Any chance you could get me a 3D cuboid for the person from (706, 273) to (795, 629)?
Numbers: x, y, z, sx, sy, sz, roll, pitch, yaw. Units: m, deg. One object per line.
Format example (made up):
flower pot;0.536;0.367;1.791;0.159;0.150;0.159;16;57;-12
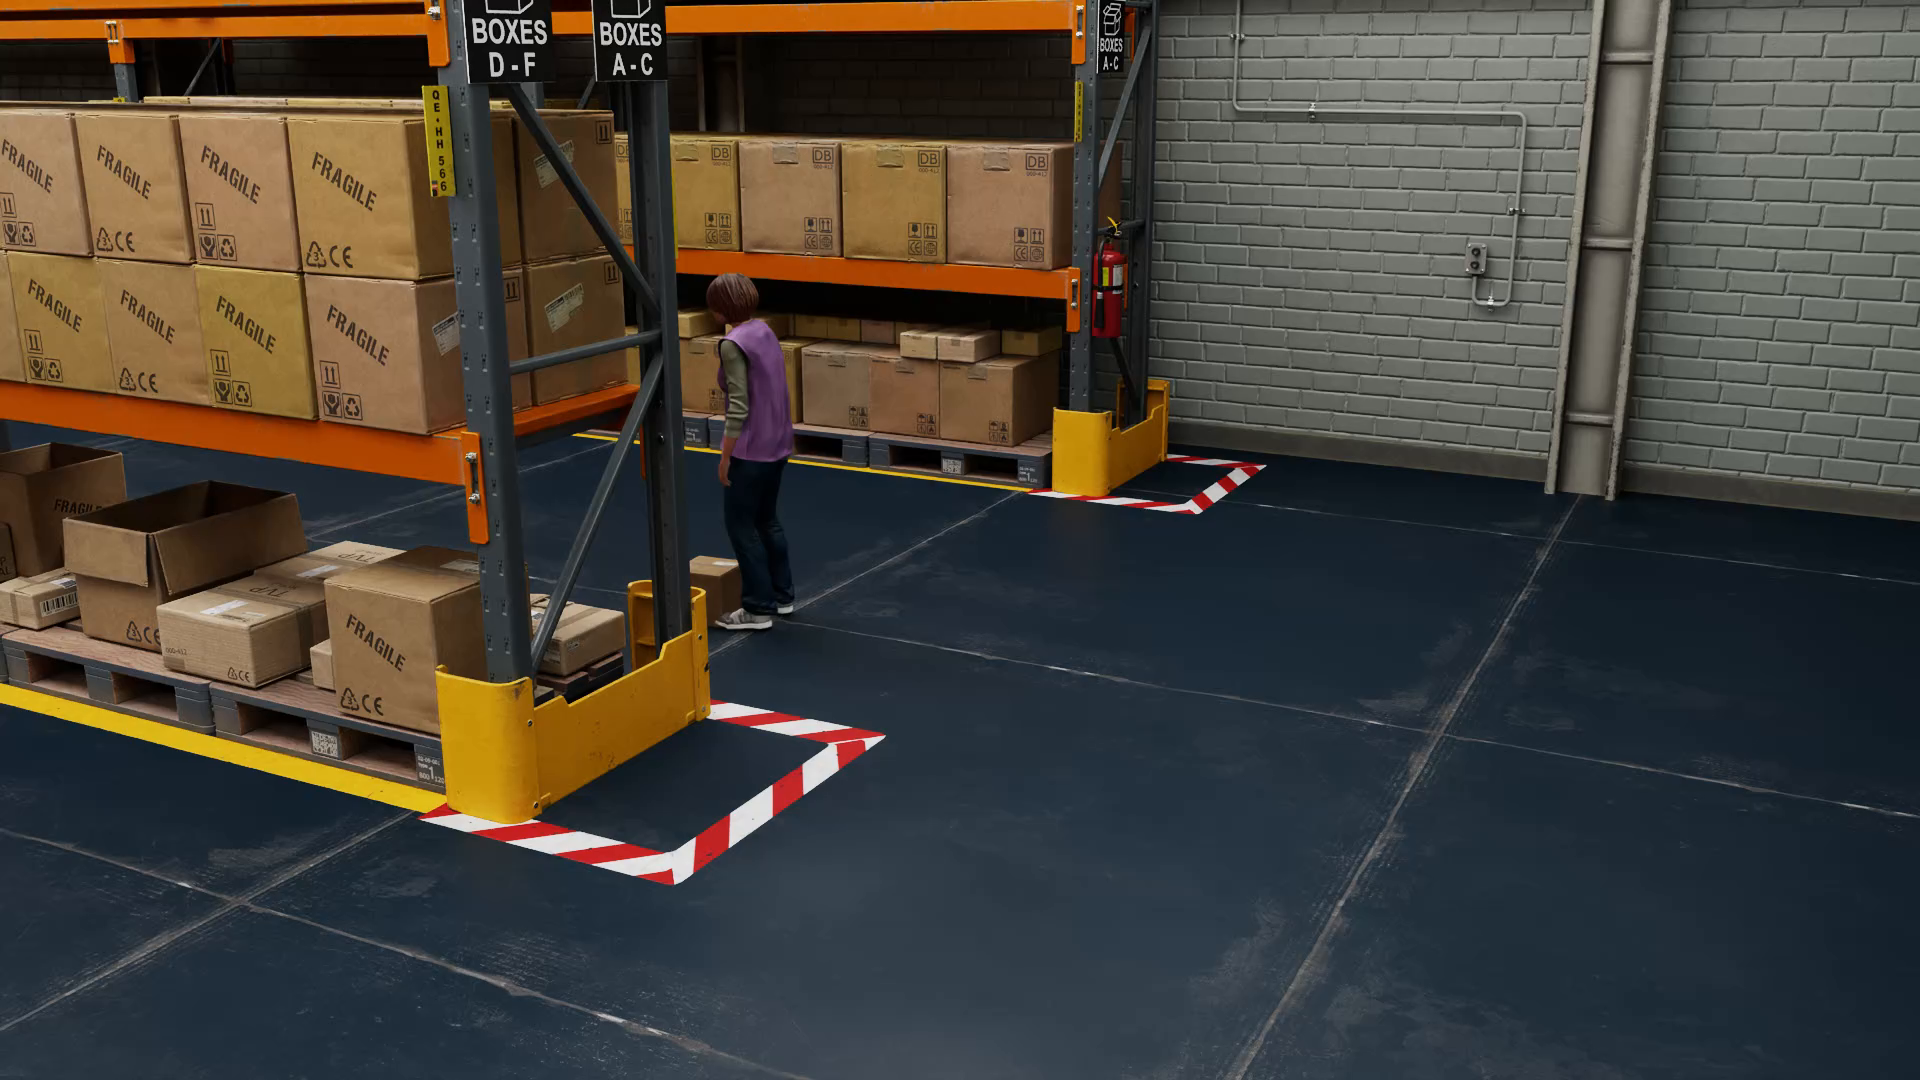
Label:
person;-0.921;-0.390;7.403;0.341;1.594;0.486;6;17;19
